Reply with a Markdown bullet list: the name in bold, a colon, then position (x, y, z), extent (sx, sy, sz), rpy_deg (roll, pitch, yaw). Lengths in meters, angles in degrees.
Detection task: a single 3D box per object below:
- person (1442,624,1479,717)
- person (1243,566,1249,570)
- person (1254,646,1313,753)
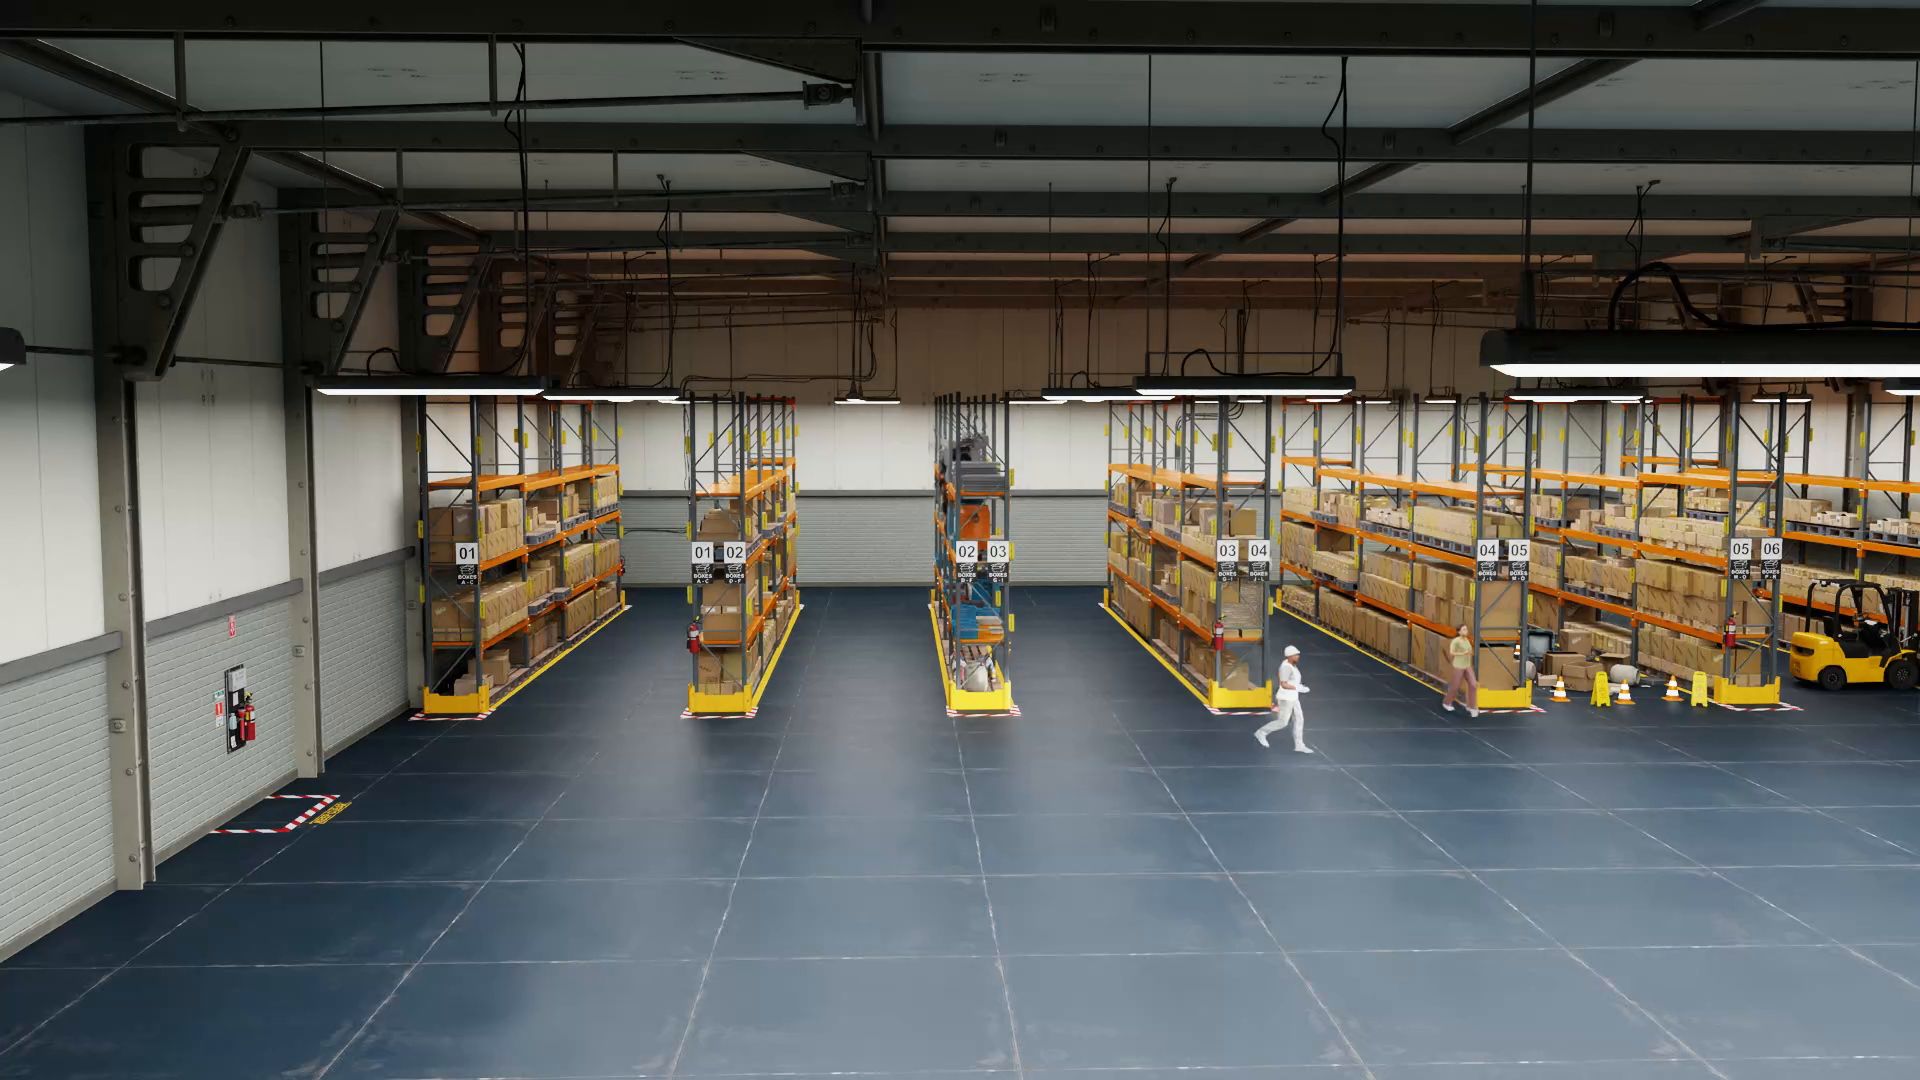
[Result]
- **person**: position (9.296, 2.413, 30.900), extent (0.576, 1.737, 0.725), rpy_deg (-2, 5, -28)
- **person**: position (8.402, 1.069, 48.531), extent (0.490, 1.538, 0.599), rpy_deg (-2, 5, -23)
- **person**: position (5.368, 2.627, 27.495), extent (0.967, 1.773, 0.663), rpy_deg (2, 5, 23)
